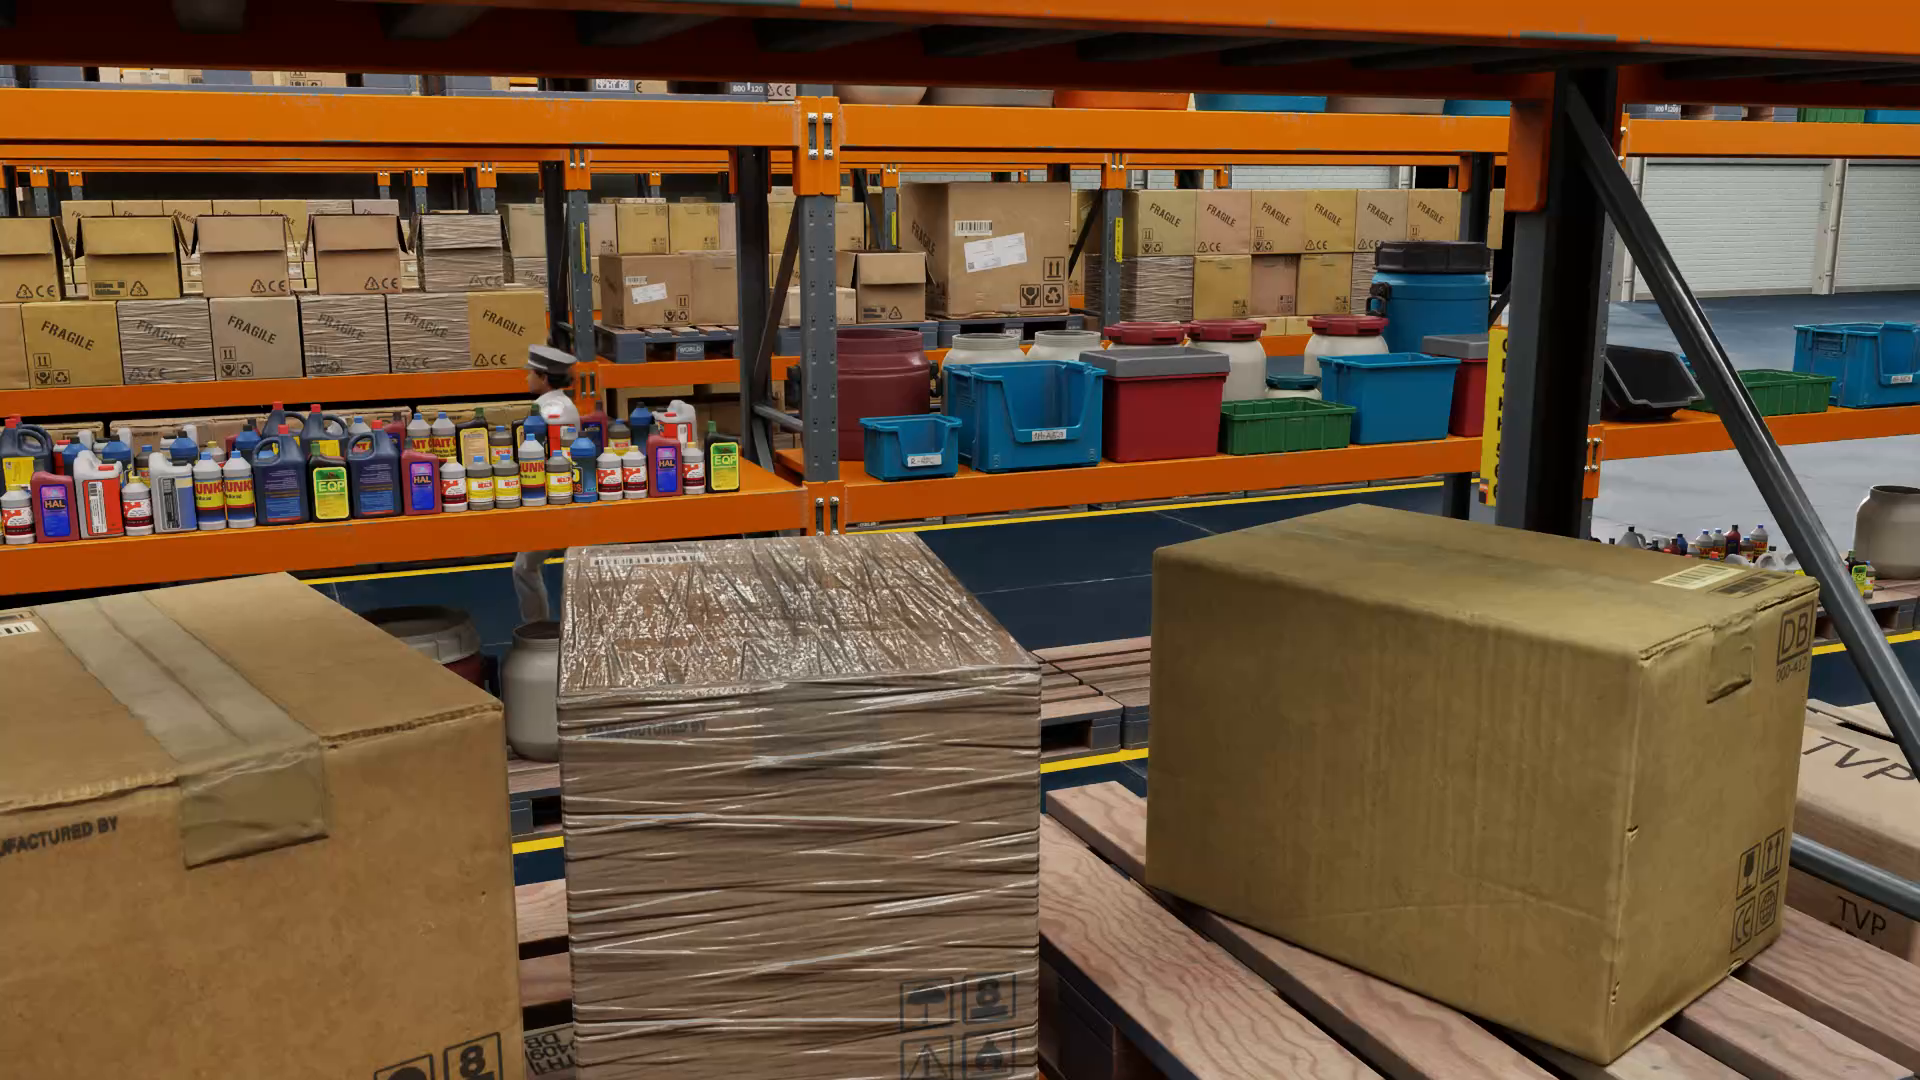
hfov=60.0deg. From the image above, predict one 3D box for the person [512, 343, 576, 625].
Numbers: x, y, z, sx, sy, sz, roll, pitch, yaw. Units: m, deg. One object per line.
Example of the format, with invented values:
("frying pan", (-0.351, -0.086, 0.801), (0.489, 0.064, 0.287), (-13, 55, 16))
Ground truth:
("person", (-2.121, -0.164, 8.741), (0.621, 1.735, 0.554), (-1, 12, -4))
